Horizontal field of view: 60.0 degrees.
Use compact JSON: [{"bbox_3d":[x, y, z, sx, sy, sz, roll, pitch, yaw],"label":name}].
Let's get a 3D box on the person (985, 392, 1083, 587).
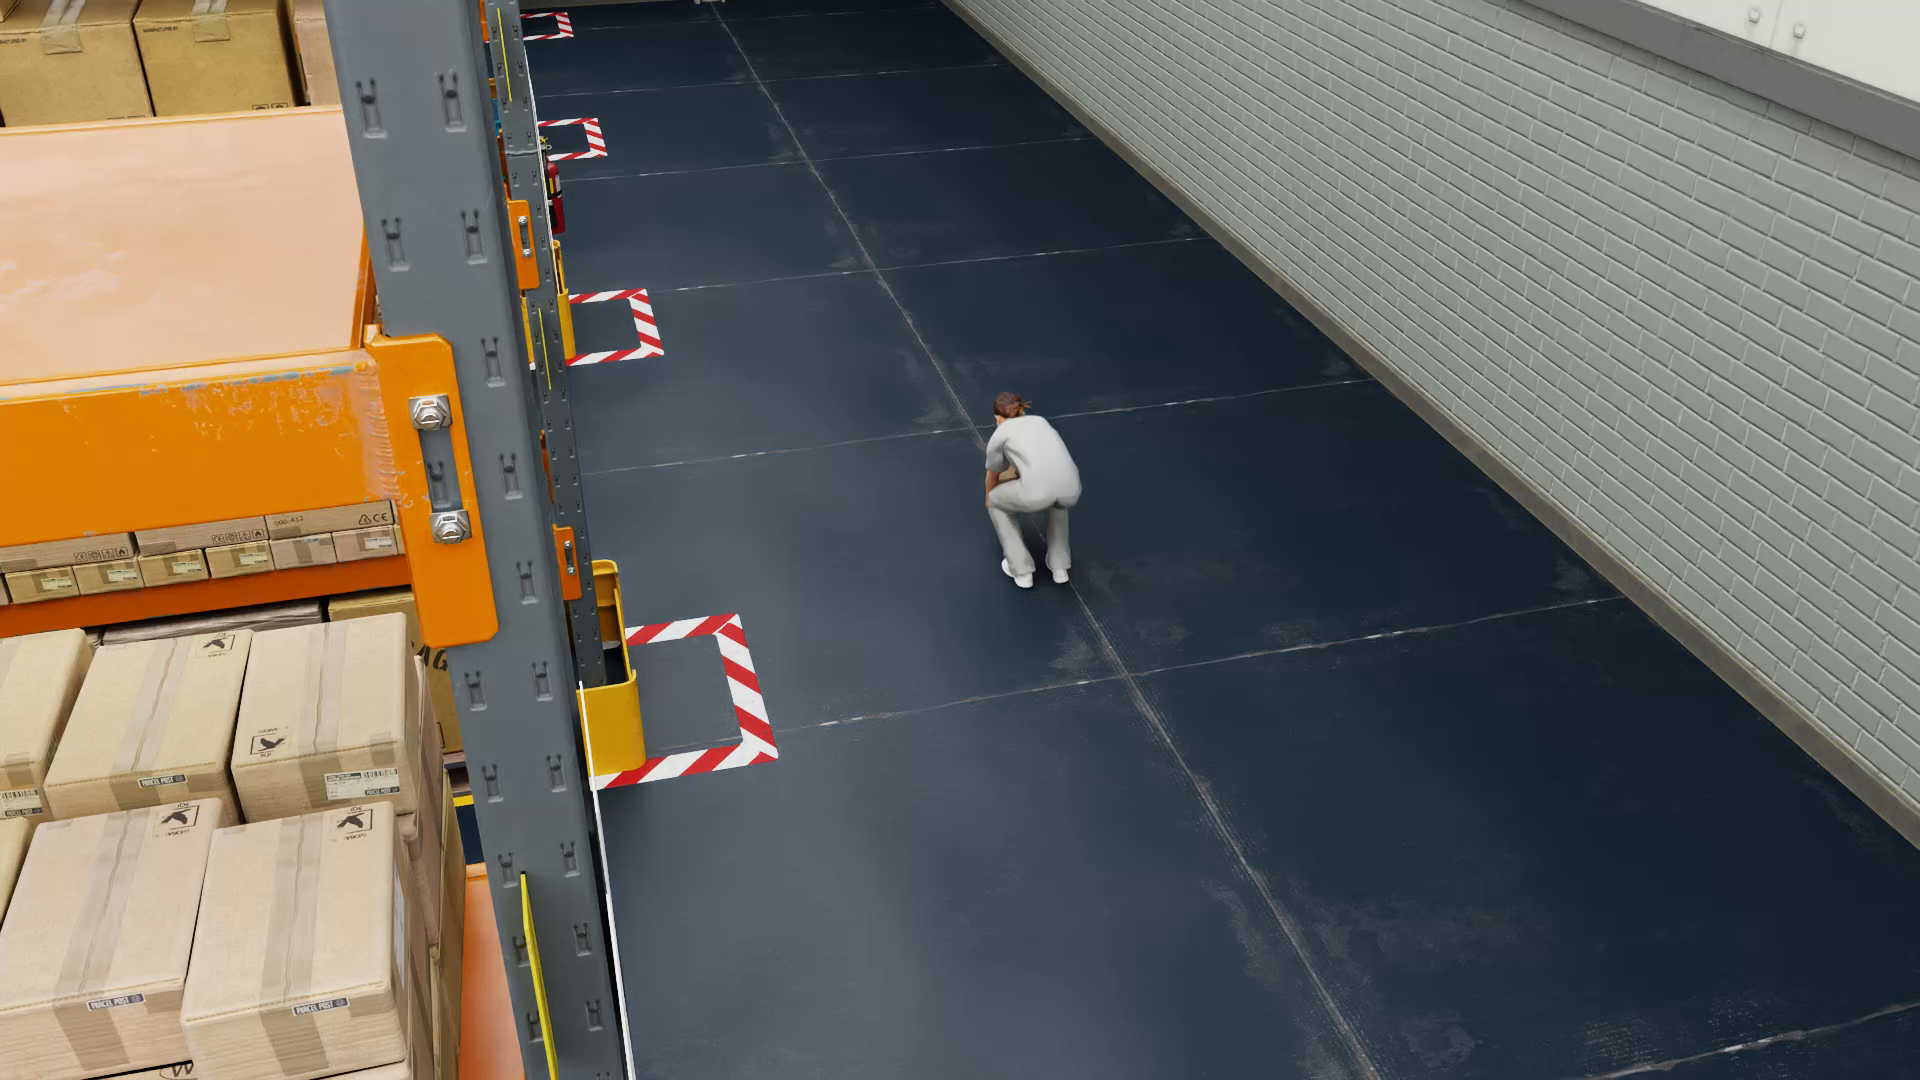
[{"bbox_3d":[0.387,-0.286,9.438,0.416,0.955,0.857,-9,32,-15],"label":"person"}]
